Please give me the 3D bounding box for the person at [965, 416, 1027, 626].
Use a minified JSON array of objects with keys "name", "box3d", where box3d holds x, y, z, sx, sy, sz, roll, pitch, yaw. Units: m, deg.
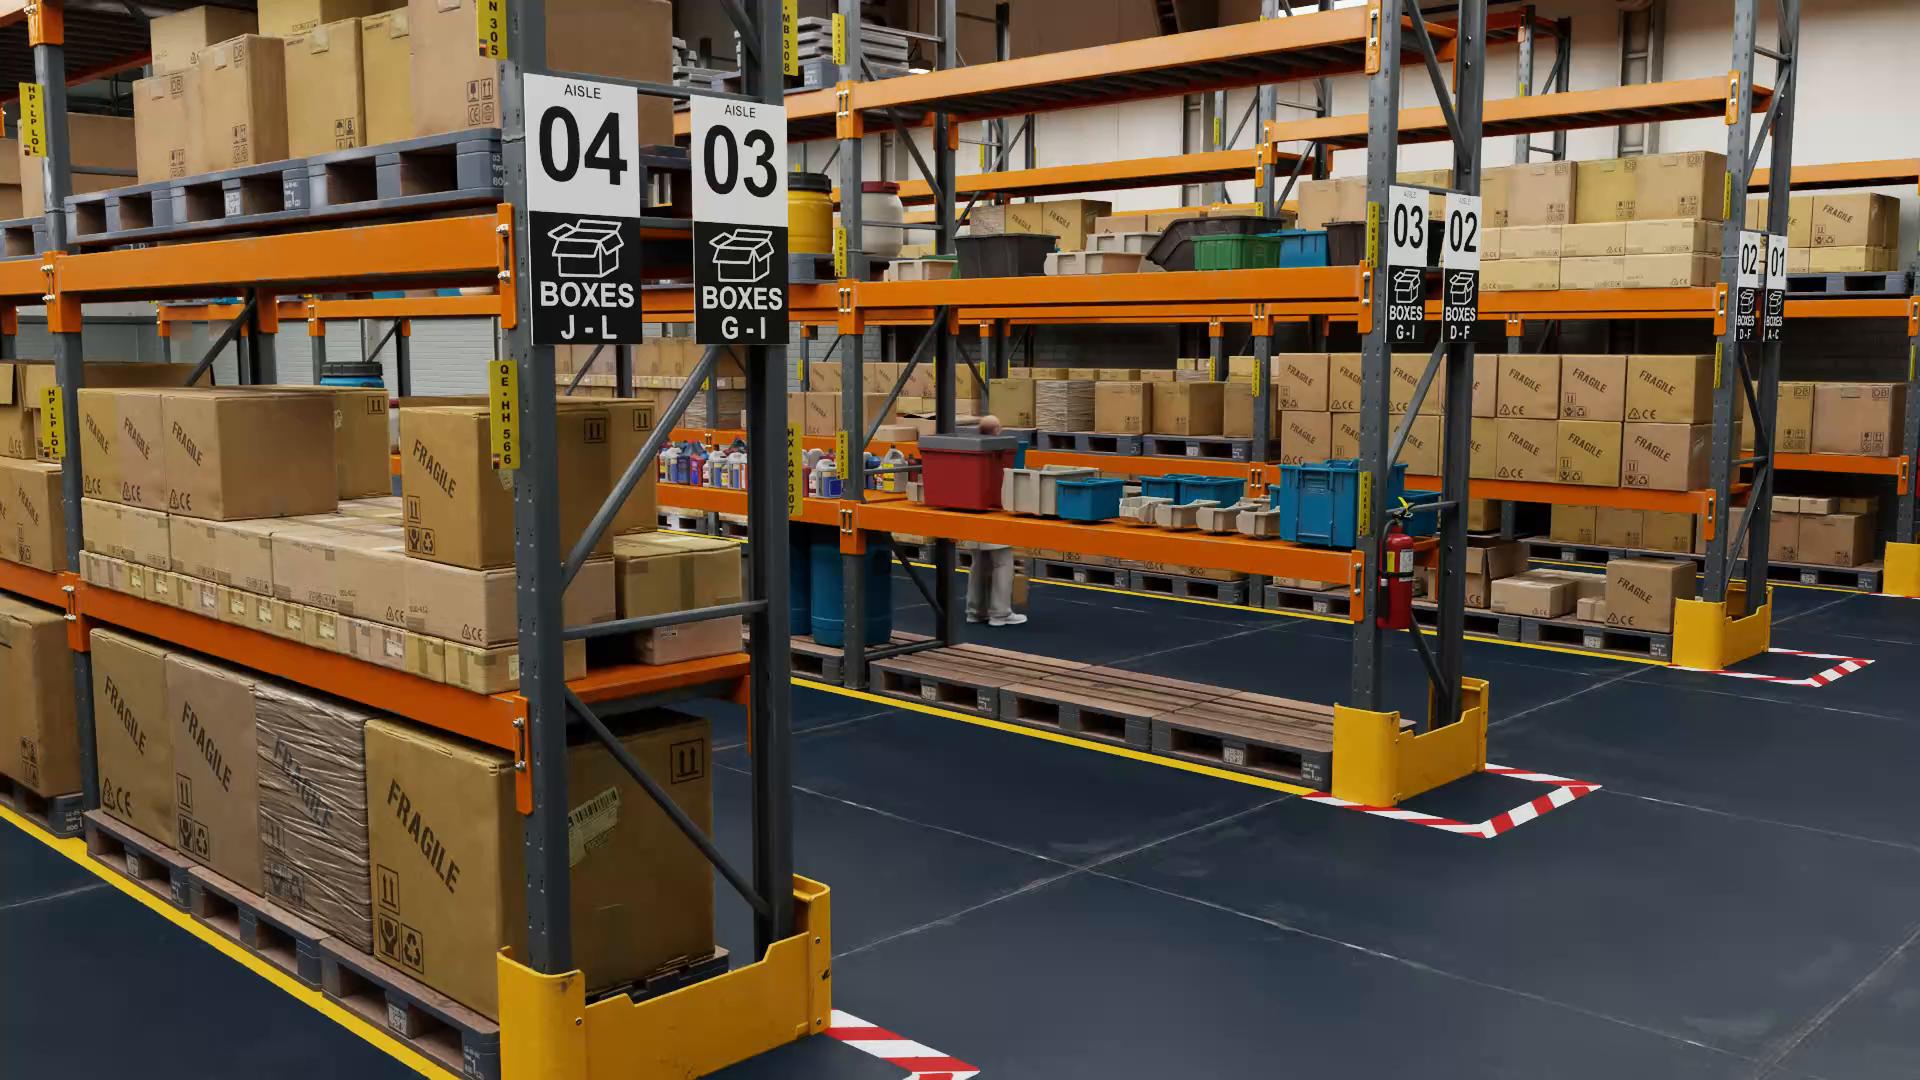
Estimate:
[{"name":"person","box3d":[0.248,-0.171,14.219,0.606,1.775,0.425,6,9,42]}]
